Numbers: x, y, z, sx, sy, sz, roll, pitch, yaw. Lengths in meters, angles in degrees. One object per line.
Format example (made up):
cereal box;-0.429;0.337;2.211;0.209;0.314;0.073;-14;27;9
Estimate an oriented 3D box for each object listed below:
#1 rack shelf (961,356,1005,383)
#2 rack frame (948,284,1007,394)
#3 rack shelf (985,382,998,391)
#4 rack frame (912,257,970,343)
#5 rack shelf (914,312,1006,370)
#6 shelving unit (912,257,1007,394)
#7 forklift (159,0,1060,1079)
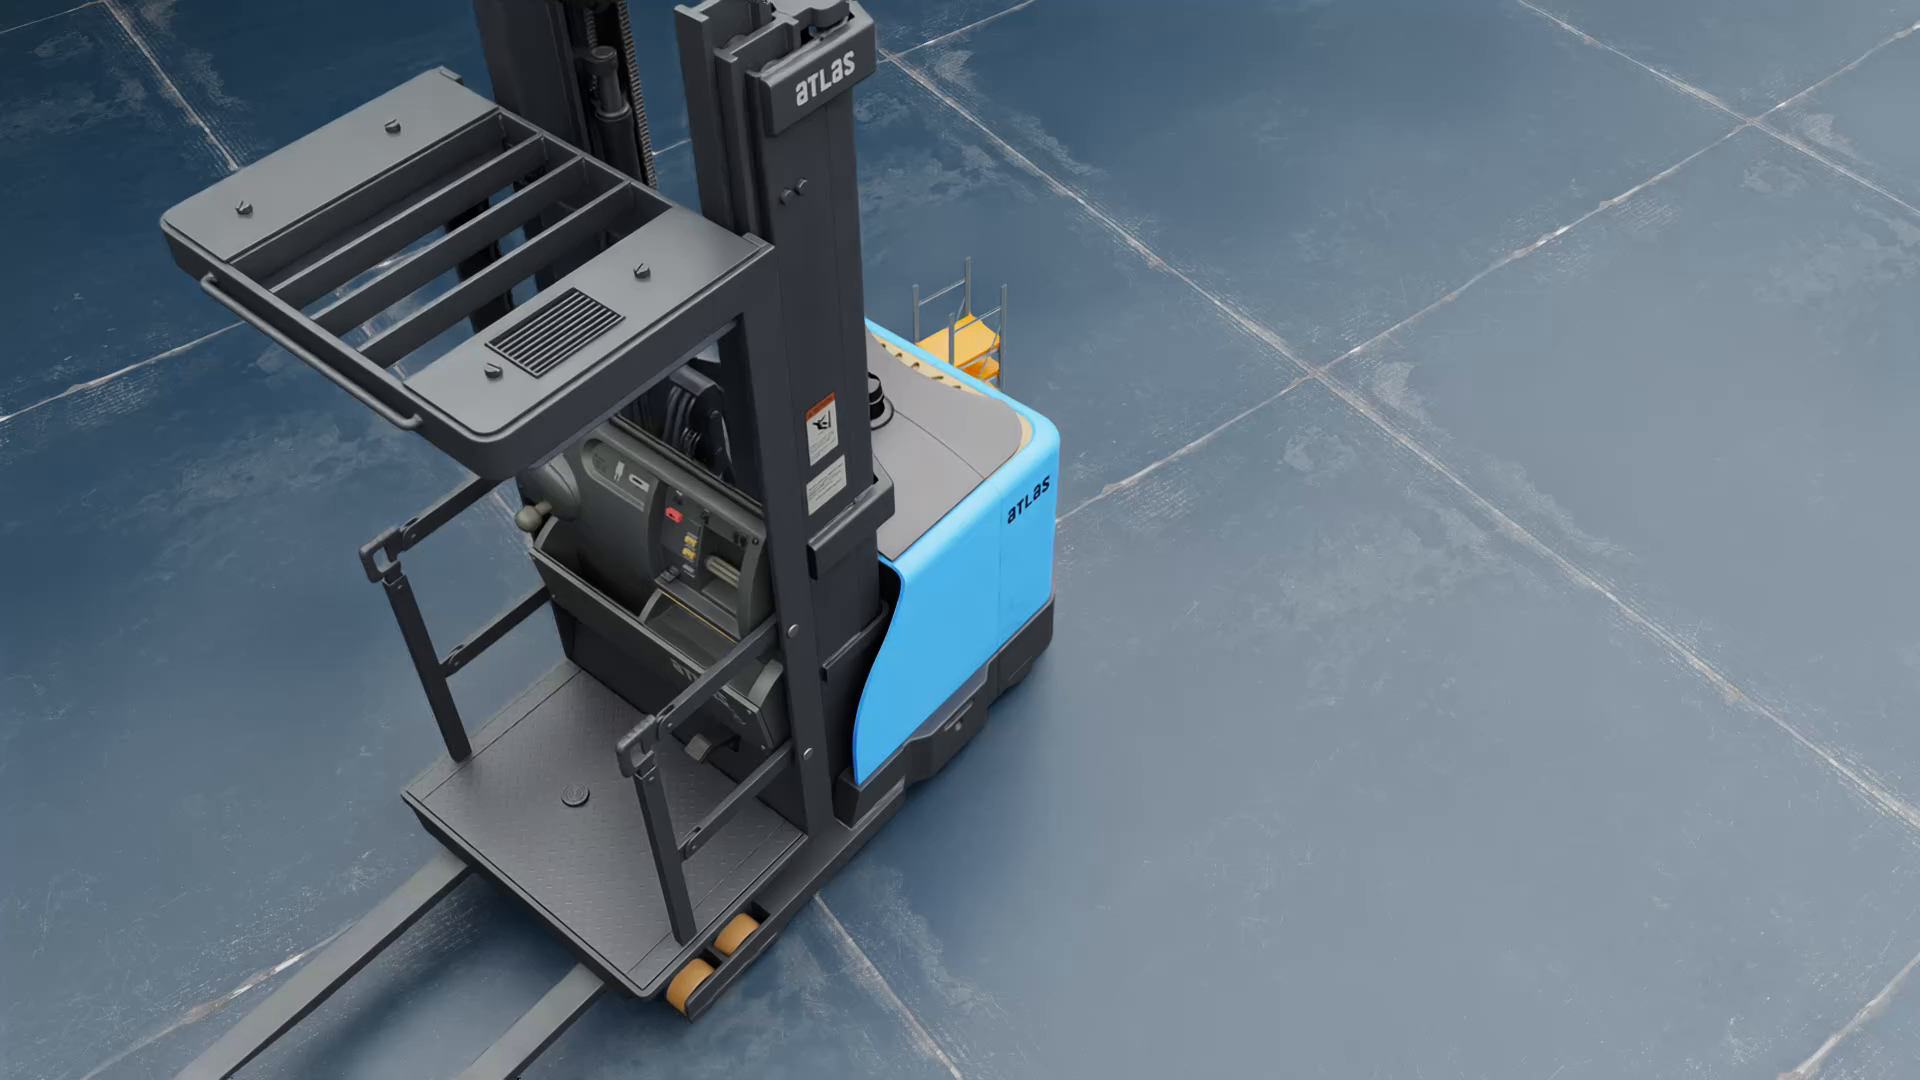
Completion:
rack shelf;-0.002;-0.550;5.674;0.258;0.103;0.180;-32;55;-25
rack frame;0.056;-0.367;5.772;0.240;1.200;0.006;-32;55;-25
rack shelf;-0.002;-0.470;5.763;0.258;0.103;0.180;-32;55;-25
rack frame;-0.061;-0.471;5.866;0.240;1.200;0.006;-32;55;-25
rack shelf;-0.002;-0.631;5.585;0.258;0.103;0.180;-32;55;-25
shelving unit;-0.002;-0.419;5.819;0.258;1.200;0.189;-32;55;-25
forklift;-0.996;0.003;4.268;1.130;2.935;3.031;31;55;25
